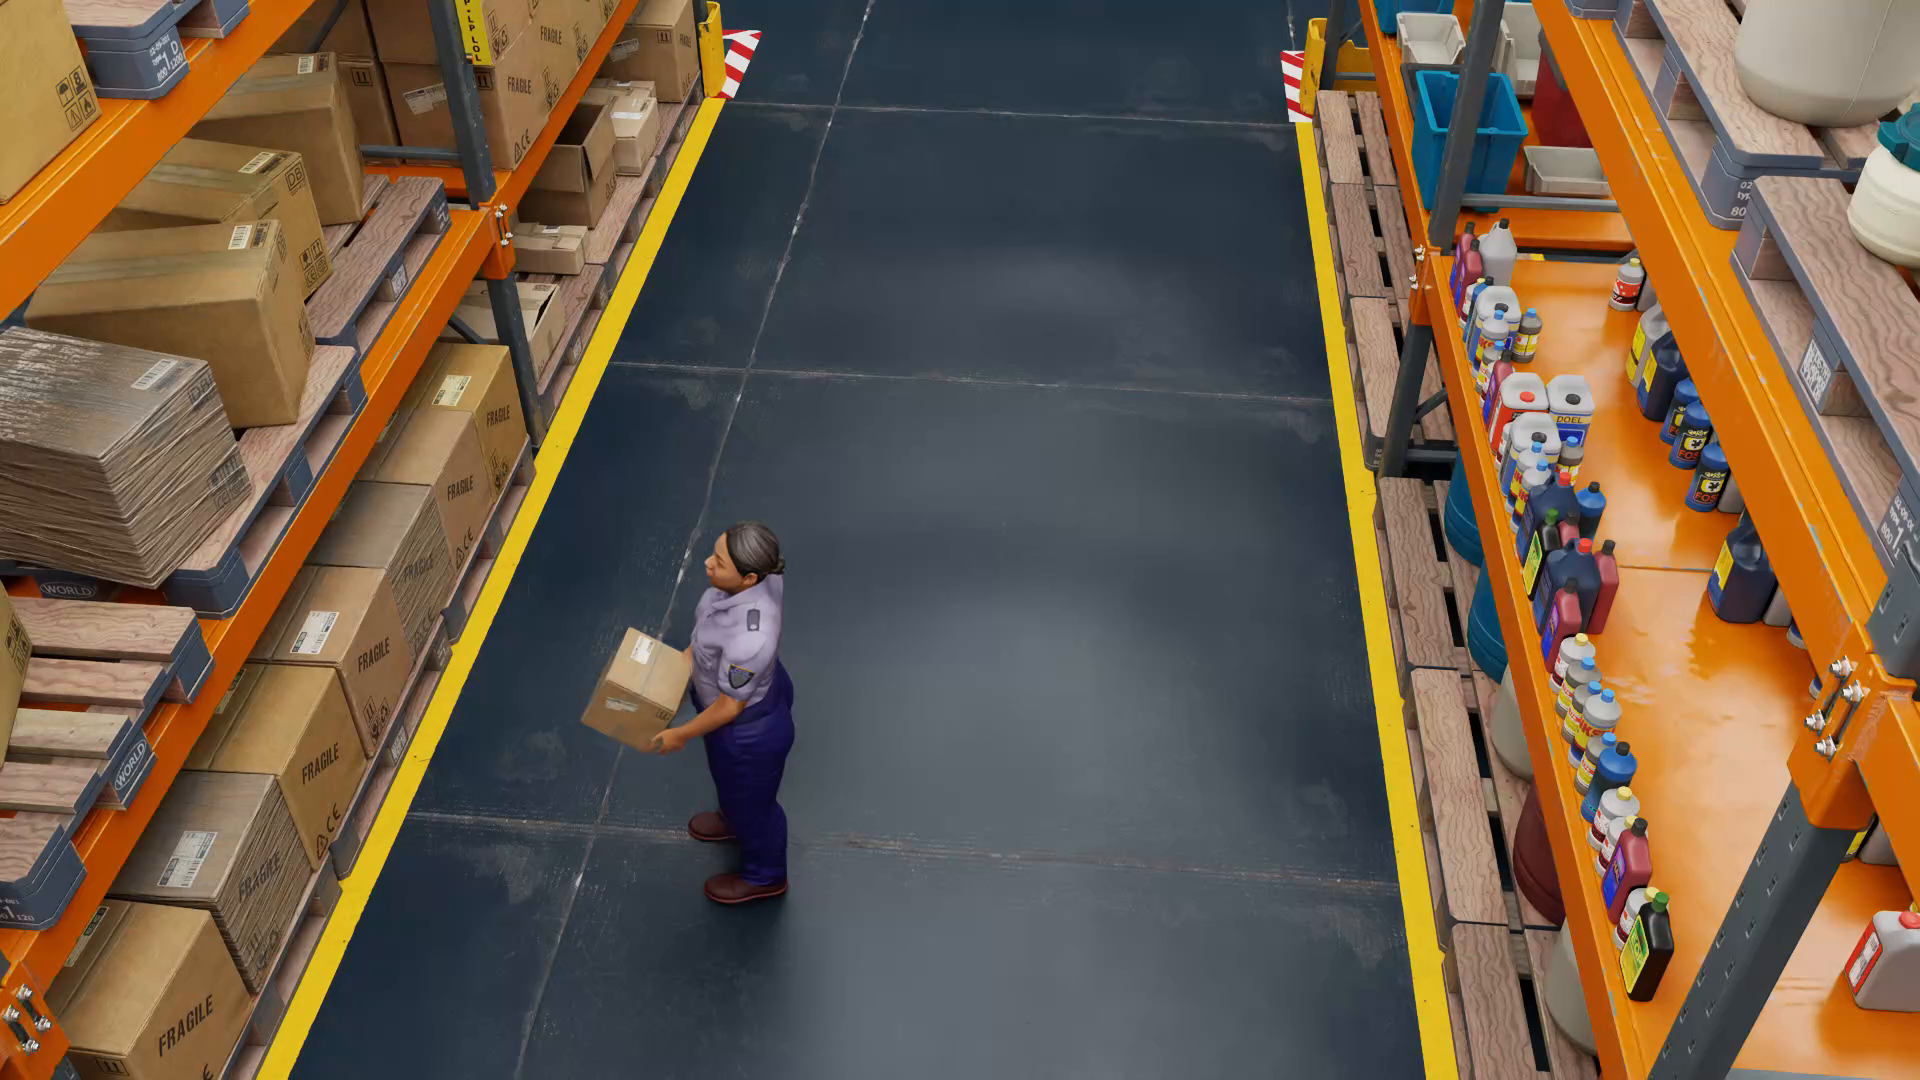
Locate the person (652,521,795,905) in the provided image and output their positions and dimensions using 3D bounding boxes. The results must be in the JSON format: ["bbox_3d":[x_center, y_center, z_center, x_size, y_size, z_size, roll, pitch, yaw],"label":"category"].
[{"bbox_3d":[-0.768,0.569,5.494,0.474,1.651,0.532,-3,40,-4],"label":"person"}]
